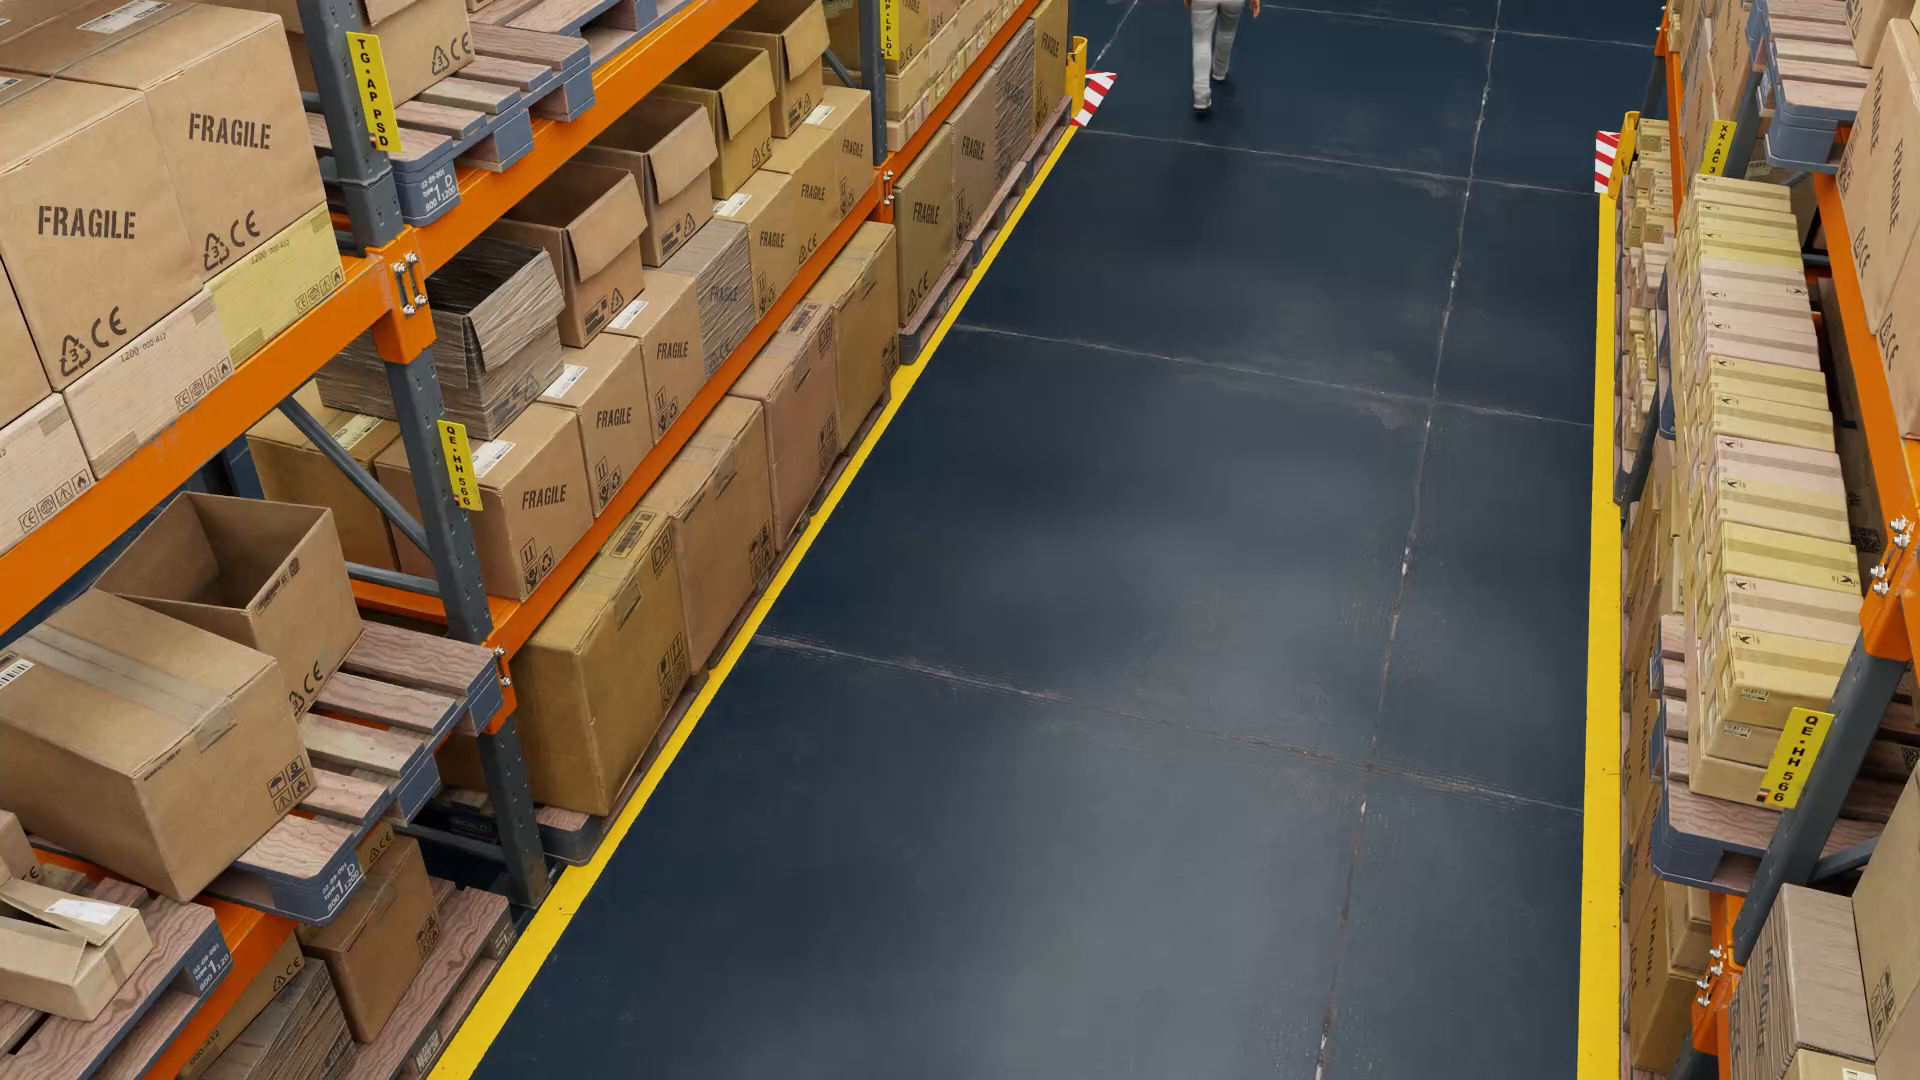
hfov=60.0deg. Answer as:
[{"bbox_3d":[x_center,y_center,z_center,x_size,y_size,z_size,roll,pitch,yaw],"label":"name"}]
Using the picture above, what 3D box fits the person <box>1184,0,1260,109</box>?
[{"bbox_3d":[1.910,-4.071,12.255,0.557,1.601,1.035,0,37,0],"label":"person"}]
